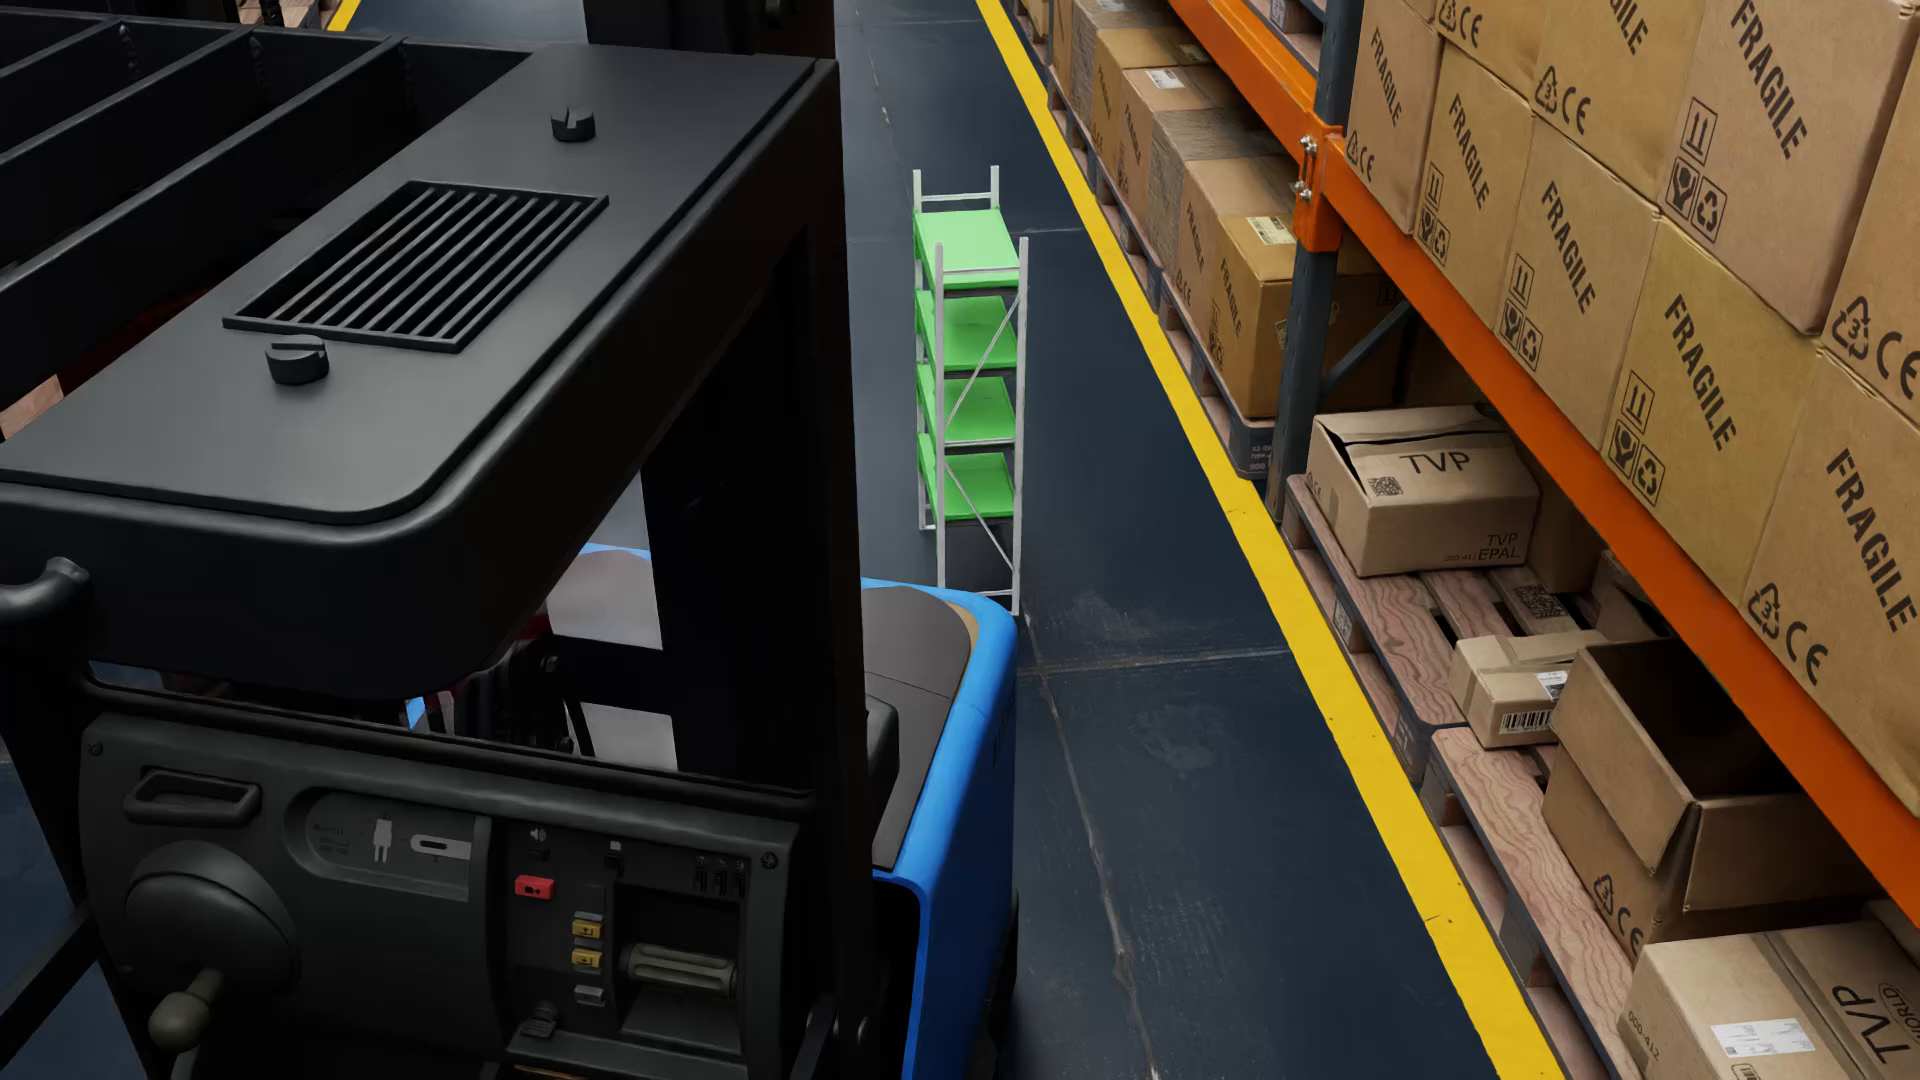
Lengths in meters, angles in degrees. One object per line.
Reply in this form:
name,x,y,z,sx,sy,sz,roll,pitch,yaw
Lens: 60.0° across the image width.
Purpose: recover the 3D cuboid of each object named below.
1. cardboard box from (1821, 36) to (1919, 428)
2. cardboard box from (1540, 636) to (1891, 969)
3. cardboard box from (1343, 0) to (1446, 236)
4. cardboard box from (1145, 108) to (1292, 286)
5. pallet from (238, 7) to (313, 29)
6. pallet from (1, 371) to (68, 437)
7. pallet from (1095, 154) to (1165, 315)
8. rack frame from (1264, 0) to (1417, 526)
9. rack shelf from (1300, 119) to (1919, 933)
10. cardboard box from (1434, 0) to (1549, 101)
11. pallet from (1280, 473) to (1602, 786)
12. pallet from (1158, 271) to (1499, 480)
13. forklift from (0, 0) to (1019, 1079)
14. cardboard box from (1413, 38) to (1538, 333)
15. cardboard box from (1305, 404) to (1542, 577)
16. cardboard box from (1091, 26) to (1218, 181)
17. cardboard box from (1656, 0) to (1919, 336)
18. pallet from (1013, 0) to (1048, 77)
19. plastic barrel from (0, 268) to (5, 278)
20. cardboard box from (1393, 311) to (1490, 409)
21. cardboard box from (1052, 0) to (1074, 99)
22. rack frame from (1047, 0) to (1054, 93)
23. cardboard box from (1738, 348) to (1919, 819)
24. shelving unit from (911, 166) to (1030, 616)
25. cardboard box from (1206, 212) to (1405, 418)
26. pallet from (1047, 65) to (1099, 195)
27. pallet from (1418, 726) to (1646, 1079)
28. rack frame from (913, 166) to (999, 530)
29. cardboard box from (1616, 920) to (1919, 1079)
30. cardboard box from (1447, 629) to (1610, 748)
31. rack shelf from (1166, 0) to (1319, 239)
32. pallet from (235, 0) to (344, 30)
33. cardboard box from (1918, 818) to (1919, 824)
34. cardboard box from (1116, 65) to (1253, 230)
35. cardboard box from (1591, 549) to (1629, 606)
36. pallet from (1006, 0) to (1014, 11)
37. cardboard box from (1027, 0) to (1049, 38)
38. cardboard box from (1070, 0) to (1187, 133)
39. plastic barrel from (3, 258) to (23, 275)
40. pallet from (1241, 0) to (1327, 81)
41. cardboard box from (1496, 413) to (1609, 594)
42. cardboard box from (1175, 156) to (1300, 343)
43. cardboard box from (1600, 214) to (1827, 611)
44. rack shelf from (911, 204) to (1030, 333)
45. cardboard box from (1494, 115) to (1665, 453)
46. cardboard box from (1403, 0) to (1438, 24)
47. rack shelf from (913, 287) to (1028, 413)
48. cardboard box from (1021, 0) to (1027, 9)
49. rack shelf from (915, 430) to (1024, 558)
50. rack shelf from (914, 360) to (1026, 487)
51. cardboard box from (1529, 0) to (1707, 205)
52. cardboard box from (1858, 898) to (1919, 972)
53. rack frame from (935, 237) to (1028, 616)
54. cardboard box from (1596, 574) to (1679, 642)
cardboard box,1.557,-0.378,2.164,0.500,0.500,0.500,-3,34,-5
cardboard box,1.752,0.541,3.619,0.797,0.503,0.637,-4,35,-6
cardboard box,1.293,-1.093,4.102,0.500,0.500,0.500,-4,34,-5
cardboard box,1.019,-1.316,6.346,0.500,0.500,0.500,-4,34,-6
pallet,-4.018,-2.499,8.729,1.003,0.211,1.213,-4,35,-6
pallet,-3.477,-0.265,5.452,1.003,0.211,1.213,-4,35,-6
pallet,1.180,-1.338,7.026,1.003,0.211,1.213,-4,35,-6
rack frame,1.494,-1.357,4.577,1.000,3.000,0.127,-4,35,-6
rack shelf,1.763,0.056,3.142,1.077,0.370,4.000,-4,35,-6
cardboard box,1.349,-1.239,3.428,0.500,0.500,0.500,-5,35,-8
pallet,1.586,0.179,4.800,1.003,0.211,1.213,-4,35,-6
pallet,1.348,-0.656,6.025,1.003,0.211,1.213,-4,35,-6
forklift,-0.699,0.532,1.866,1.130,2.935,3.031,7,35,10
cardboard box,1.365,-0.808,3.683,0.500,0.500,0.500,-4,34,-6
cardboard box,1.336,-0.177,4.843,0.500,0.311,0.500,-4,35,-6
cardboard box,0.873,-1.890,7.189,0.500,0.500,0.500,-5,35,-7
cardboard box,1.488,-0.664,2.584,0.500,0.500,0.500,-3,34,-5
pallet,0.884,-2.899,9.317,1.003,0.211,1.213,-4,35,-6
plastic barrel,-3.566,-0.990,5.530,0.600,0.901,0.708,-4,35,-6
cardboard box,1.671,-0.794,5.581,0.500,0.500,0.500,-6,35,-9
cardboard box,0.734,-2.462,8.028,0.500,0.500,0.500,-3,34,-4
rack frame,0.956,-3.589,7.853,1.000,3.000,0.127,-4,35,-6
cardboard box,1.567,0.037,2.444,0.500,0.500,0.500,-4,34,-6
shelving unit,0.022,-0.403,4.777,0.258,1.200,0.503,-4,35,-6
cardboard box,1.144,-0.759,5.530,0.500,0.500,0.500,-5,35,-7
pallet,1.019,-2.017,8.023,1.003,0.211,1.213,-4,35,-6
pallet,1.753,0.861,3.799,1.003,0.211,1.213,-4,35,-6
rack frame,-0.011,-0.540,4.976,0.240,1.200,0.015,-4,35,-6
cardboard box,1.617,1.013,3.152,0.500,0.250,0.500,-4,35,-6
cardboard box,1.463,0.365,4.177,0.380,0.166,0.250,-4,35,-6
rack shelf,1.225,-2.176,6.418,1.077,0.370,4.000,-4,35,-6
pallet,-4.179,-3.178,9.726,1.003,0.211,1.213,-4,35,-6
cardboard box,1.629,0.315,2.035,0.500,0.500,0.500,-4,34,-6
cardboard box,0.948,-1.599,6.762,0.500,0.500,0.500,-5,35,-8
cardboard box,1.962,0.141,4.521,0.380,0.149,0.250,-4,35,-6
pallet,0.724,-3.578,10.313,1.003,0.211,1.213,-4,35,-6
cardboard box,0.644,-2.901,8.913,0.500,0.250,0.500,-4,34,-5
cardboard box,0.810,-2.171,7.600,0.500,0.500,0.500,-6,35,-8
plastic barrel,-3.553,-1.151,6.112,0.421,0.512,0.421,0,34,0
pallet,1.495,-1.732,5.298,1.003,0.211,1.213,-4,35,-6
cardboard box,1.852,-0.209,4.723,0.500,0.500,0.500,-4,35,-6
cardboard box,1.086,-1.036,5.936,0.500,0.500,0.500,-4,35,-6
cardboard box,1.500,-0.245,2.857,0.500,0.500,0.500,-5,35,-7
rack shelf,0.022,-0.747,4.542,0.258,0.148,0.480,-4,35,-6
cardboard box,1.430,-0.528,3.273,0.500,0.500,0.500,-5,35,-7
cardboard box,1.279,-1.527,3.851,0.500,0.500,0.500,-4,34,-5
rack shelf,0.022,-0.549,4.677,0.258,0.148,0.480,-4,35,-6
cardboard box,0.571,-3.189,9.334,0.500,0.250,0.500,-5,35,-7
rack shelf,0.022,-0.152,4.948,0.258,0.148,0.480,-4,35,-6
rack shelf,0.022,-0.351,4.813,0.258,0.148,0.480,-4,35,-6
cardboard box,1.417,-0.952,3.007,0.500,0.500,0.500,-5,35,-8
cardboard box,2.106,0.947,3.248,0.500,0.250,0.500,-4,35,-6
rack frame,0.055,-0.267,4.577,0.240,1.200,0.015,-4,35,-6
cardboard box,1.953,0.287,4.162,0.500,0.311,0.500,-4,35,-6
